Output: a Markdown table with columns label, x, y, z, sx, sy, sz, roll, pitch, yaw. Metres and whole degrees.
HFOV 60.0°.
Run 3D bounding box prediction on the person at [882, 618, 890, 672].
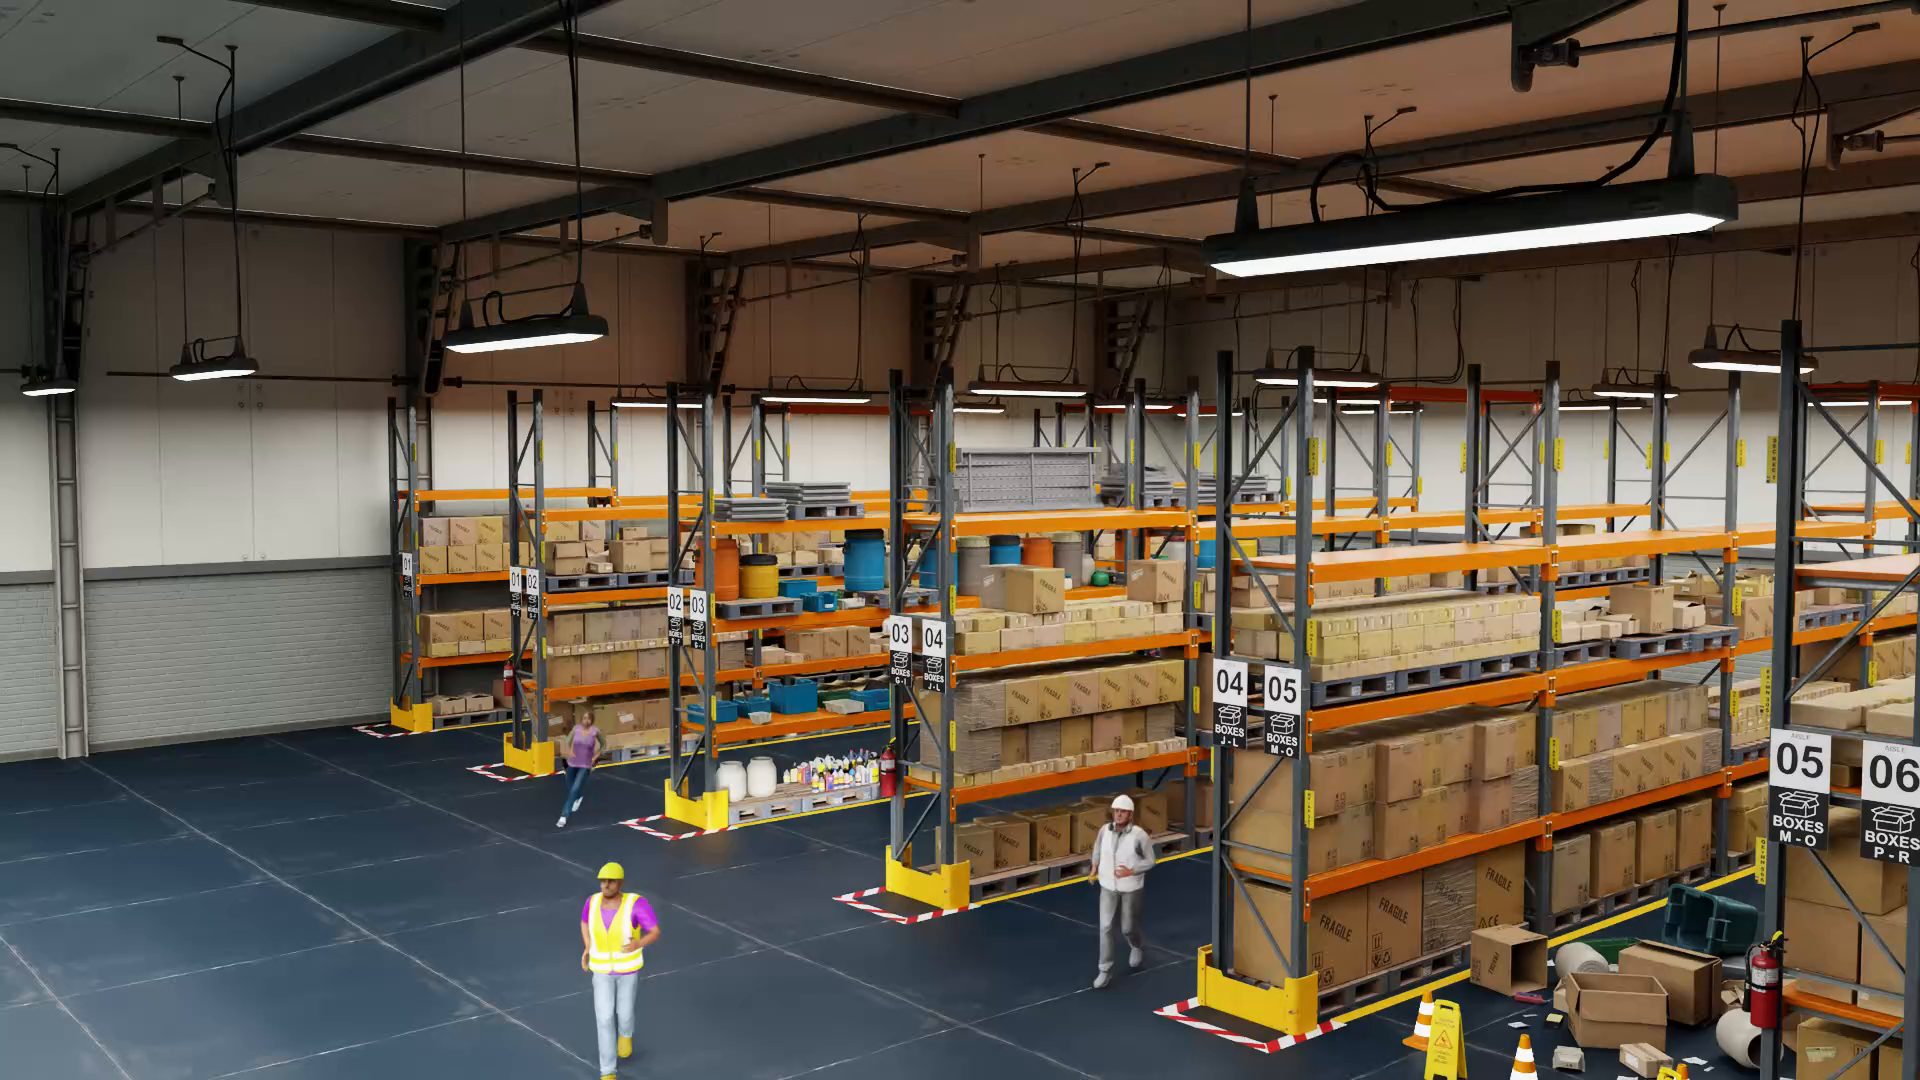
| label | x | y | z | sx | sy | sz | roll | pitch | yaw |
| --- | --- | --- | --- | --- | --- | --- | --- | --- | --- |
| person | -1.412 | 2.081 | 33.949 | 0.606 | 1.643 | 0.531 | 3 | 4 | 38 |

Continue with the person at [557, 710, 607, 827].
| label | x | y | z | sx | sy | sz | roll | pitch | yaw |
| --- | --- | --- | --- | --- | --- | --- | --- | --- | --- |
| person | -5.119 | 3.071 | 22.661 | 0.583 | 1.551 | 0.824 | 0 | 3 | 6 |

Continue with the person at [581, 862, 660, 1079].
| label | x | y | z | sx | sy | sz | roll | pitch | yaw |
| --- | --- | --- | --- | --- | --- | --- | --- | --- | --- |
| person | -2.772 | 3.489 | 13.507 | 0.682 | 1.780 | 0.914 | 0 | 3 | -1 |

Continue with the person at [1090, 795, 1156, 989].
| label | x | y | z | sx | sy | sz | roll | pitch | yaw |
| --- | --- | --- | --- | --- | --- | --- | --- | --- | --- |
| person | 1.559 | 3.332 | 16.009 | 0.677 | 1.771 | 0.911 | 1 | 4 | 23 |
